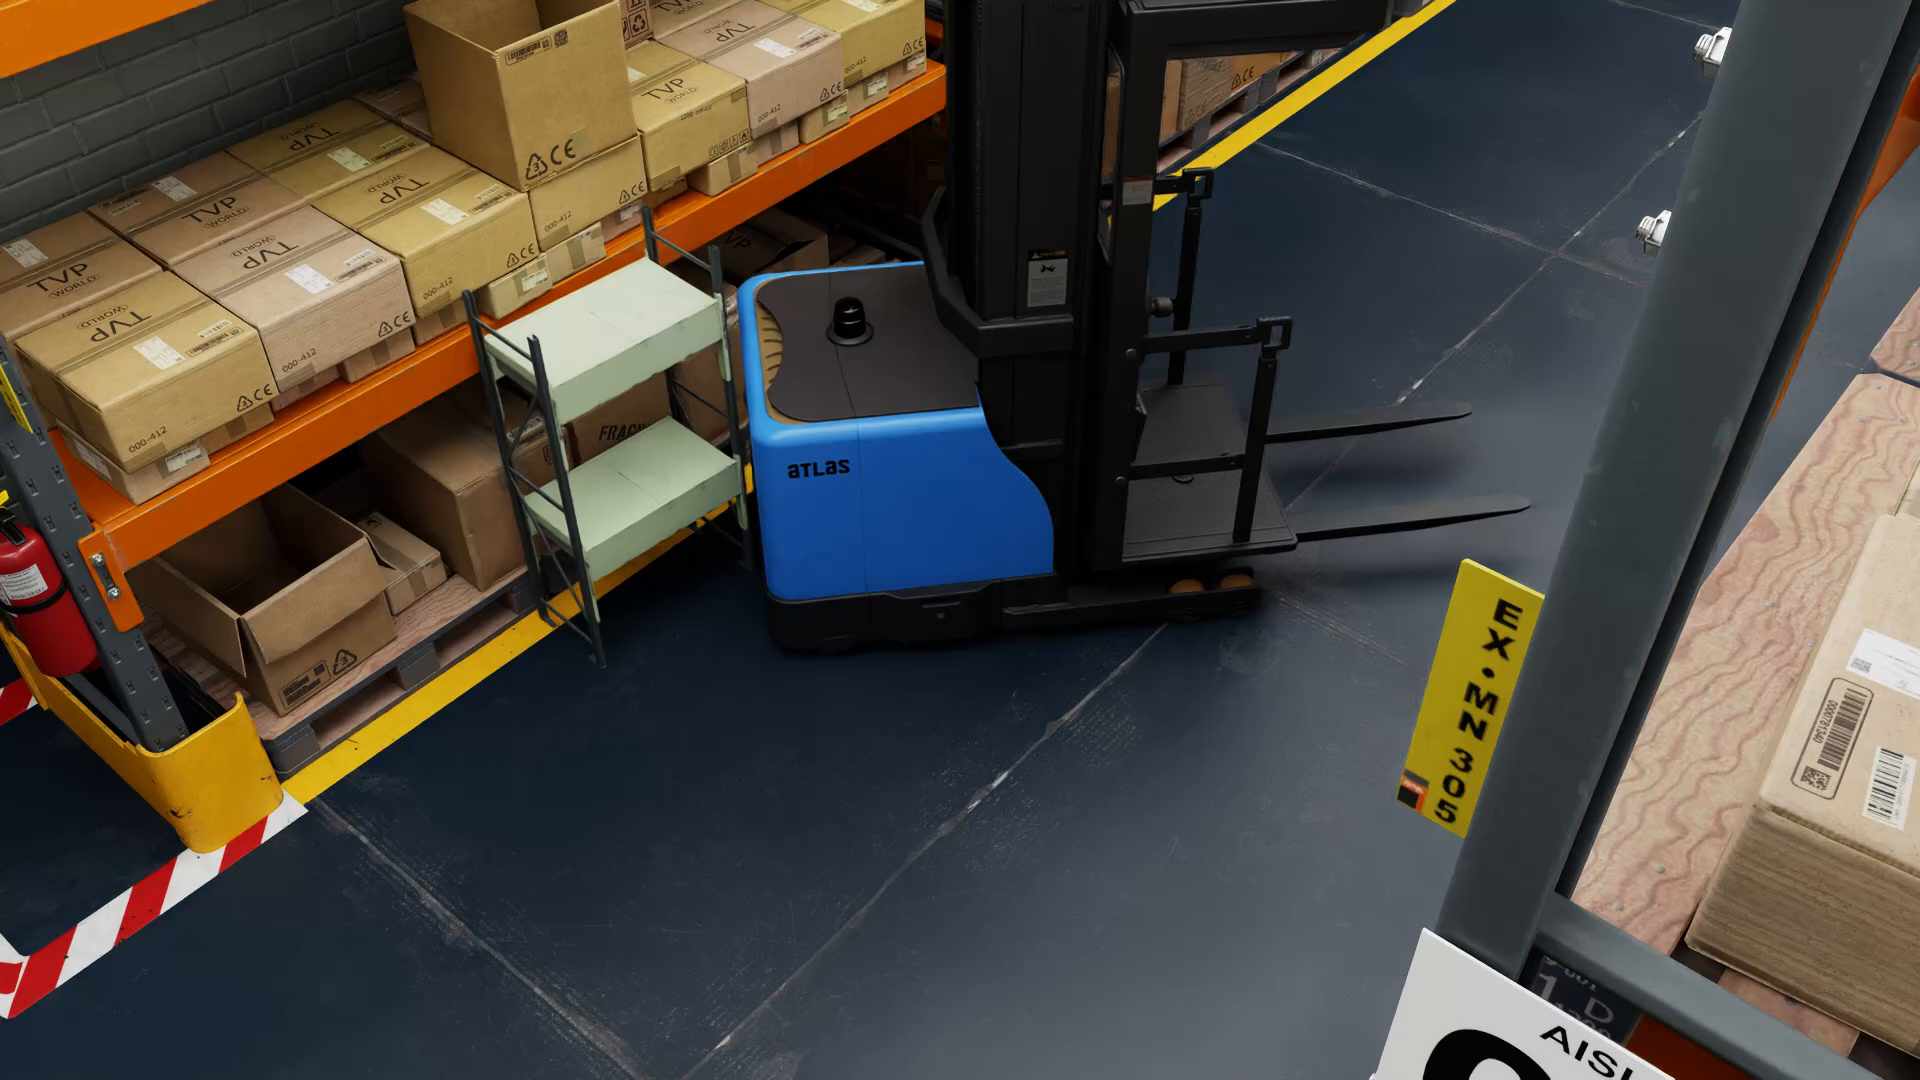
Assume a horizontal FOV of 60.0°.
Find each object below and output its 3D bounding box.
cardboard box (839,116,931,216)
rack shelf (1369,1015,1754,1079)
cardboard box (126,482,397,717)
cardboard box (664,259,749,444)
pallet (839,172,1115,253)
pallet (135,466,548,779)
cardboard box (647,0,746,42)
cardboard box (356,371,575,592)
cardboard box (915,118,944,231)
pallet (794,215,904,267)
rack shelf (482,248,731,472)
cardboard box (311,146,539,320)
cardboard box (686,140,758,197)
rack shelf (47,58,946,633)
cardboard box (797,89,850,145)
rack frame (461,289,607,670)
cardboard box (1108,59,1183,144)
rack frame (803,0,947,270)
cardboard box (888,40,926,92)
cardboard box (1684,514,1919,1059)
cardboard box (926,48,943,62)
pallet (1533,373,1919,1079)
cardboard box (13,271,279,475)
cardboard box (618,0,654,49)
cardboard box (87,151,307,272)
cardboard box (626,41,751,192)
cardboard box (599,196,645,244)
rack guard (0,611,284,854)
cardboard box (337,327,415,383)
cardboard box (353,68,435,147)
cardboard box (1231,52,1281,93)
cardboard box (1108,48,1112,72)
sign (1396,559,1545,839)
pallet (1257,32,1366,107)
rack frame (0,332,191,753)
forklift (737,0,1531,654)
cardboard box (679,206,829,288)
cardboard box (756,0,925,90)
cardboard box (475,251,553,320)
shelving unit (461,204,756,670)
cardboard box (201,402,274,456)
[{"bbox_3d":[-0.260,-2.010,8.277,0.500,0.500,0.500,29,50,28],"label":"cardboard box"},{"bbox_3d":[2.165,-0.066,2.897,1.077,0.370,4.000,29,50,28],"label":"rack shelf"},{"bbox_3d":[-2.457,0.155,5.893,0.797,0.503,0.637,28,49,27],"label":"cardboard box"},{"bbox_3d":[-1.209,-0.801,6.948,0.700,0.500,0.500,28,49,27],"label":"cardboard box"},{"bbox_3d":[0.145,-1.802,8.575,1.003,0.211,1.213,29,50,28],"label":"pallet"},{"bbox_3d":[-2.362,0.243,6.327,1.003,0.211,1.213,29,50,28],"label":"pallet"},{"bbox_3d":[-1.192,-2.054,6.670,0.500,0.250,0.500,29,50,28],"label":"cardboard box"},{"bbox_3d":[-1.878,-0.267,6.360,0.700,0.500,0.500,32,51,30],"label":"cardboard box"},{"bbox_3d":[0.134,-1.781,8.025,0.500,0.500,0.500,32,51,30],"label":"cardboard box"},{"bbox_3d":[-0.792,-1.014,7.708,1.003,0.211,1.213,29,50,28],"label":"pallet"},{"bbox_3d":[-1.218,-0.633,5.751,0.431,0.370,0.720,33,52,31],"label":"rack shelf"},{"bbox_3d":[-1.777,-1.033,5.547,0.500,0.250,0.500,29,49,28],"label":"cardboard box"},{"bbox_3d":[-0.993,-1.478,6.332,0.380,0.149,0.250,29,50,28],"label":"cardboard box"},{"bbox_3d":[-1.636,-1.103,6.268,1.077,0.370,4.000,29,50,28],"label":"rack shelf"},{"bbox_3d":[-0.661,-1.745,6.626,0.380,0.149,0.250,31,51,29],"label":"cardboard box"},{"bbox_3d":[-1.472,-0.167,5.819,0.400,1.500,0.023,33,52,31],"label":"rack frame"},{"bbox_3d":[0.794,-2.315,8.612,0.500,0.500,0.500,28,49,27],"label":"cardboard box"},{"bbox_3d":[-0.349,-2.399,7.159,1.000,3.000,0.127,29,50,28],"label":"rack frame"},{"bbox_3d":[-0.361,-2.032,6.942,0.380,0.149,0.250,30,50,29],"label":"cardboard box"},{"bbox_3d":[1.099,0.291,1.696,0.500,0.250,0.500,25,48,25],"label":"cardboard box"},{"bbox_3d":[-0.168,-2.322,8.137,0.380,0.149,0.250,30,50,28],"label":"cardboard box"},{"bbox_3d":[1.347,0.344,1.978,1.003,0.211,1.213,29,50,28],"label":"pallet"},{"bbox_3d":[-2.425,-0.511,4.972,0.500,0.250,0.500,30,50,29],"label":"cardboard box"},{"bbox_3d":[-1.511,-2.079,6.140,0.500,0.500,0.500,28,49,27],"label":"cardboard box"},{"bbox_3d":[-2.498,-1.010,5.522,0.500,0.250,0.500,30,50,29],"label":"cardboard box"},{"bbox_3d":[-1.133,-1.570,6.137,0.500,0.250,0.500,29,50,28],"label":"cardboard box"},{"bbox_3d":[-1.368,-1.246,6.077,0.380,0.149,0.250,29,50,28],"label":"cardboard box"},{"bbox_3d":[-2.875,0.547,5.777,1.175,0.500,0.348,29,50,28],"label":"rack guard"},{"bbox_3d":[-2.022,-0.702,5.479,0.380,0.149,0.250,31,51,30],"label":"cardboard box"},{"bbox_3d":[-1.839,-1.533,6.096,0.500,0.250,0.500,29,50,28],"label":"cardboard box"},{"bbox_3d":[1.452,-2.854,9.205,0.500,0.500,0.500,32,51,30],"label":"cardboard box"},{"bbox_3d":[0.527,-2.399,8.223,0.380,0.149,0.250,29,50,28],"label":"cardboard box"},{"bbox_3d":[0.472,0.158,1.518,0.100,0.325,0.005,29,50,28],"label":"sign"},{"bbox_3d":[1.715,-3.059,9.957,1.003,0.211,1.213,29,50,28],"label":"pallet"},{"bbox_3d":[-2.924,-0.339,4.893,1.000,3.000,0.127,29,50,28],"label":"rack frame"},{"bbox_3d":[0.712,-1.119,5.802,3.031,2.935,1.130,-6,43,-7],"label":"forklift"},{"bbox_3d":[-0.955,-1.322,7.660,0.500,0.311,0.500,31,51,30],"label":"cardboard box"},{"bbox_3d":[-0.490,-2.086,6.704,0.500,0.250,0.500,31,51,29],"label":"cardboard box"},{"bbox_3d":[-1.635,-0.939,5.739,0.380,0.149,0.250,28,49,27],"label":"cardboard box"},{"bbox_3d":[-1.218,-0.344,6.013,0.431,1.500,0.755,33,52,31],"label":"shelving unit"},{"bbox_3d":[-2.374,-0.448,5.199,0.380,0.149,0.250,31,51,29],"label":"cardboard box"}]
